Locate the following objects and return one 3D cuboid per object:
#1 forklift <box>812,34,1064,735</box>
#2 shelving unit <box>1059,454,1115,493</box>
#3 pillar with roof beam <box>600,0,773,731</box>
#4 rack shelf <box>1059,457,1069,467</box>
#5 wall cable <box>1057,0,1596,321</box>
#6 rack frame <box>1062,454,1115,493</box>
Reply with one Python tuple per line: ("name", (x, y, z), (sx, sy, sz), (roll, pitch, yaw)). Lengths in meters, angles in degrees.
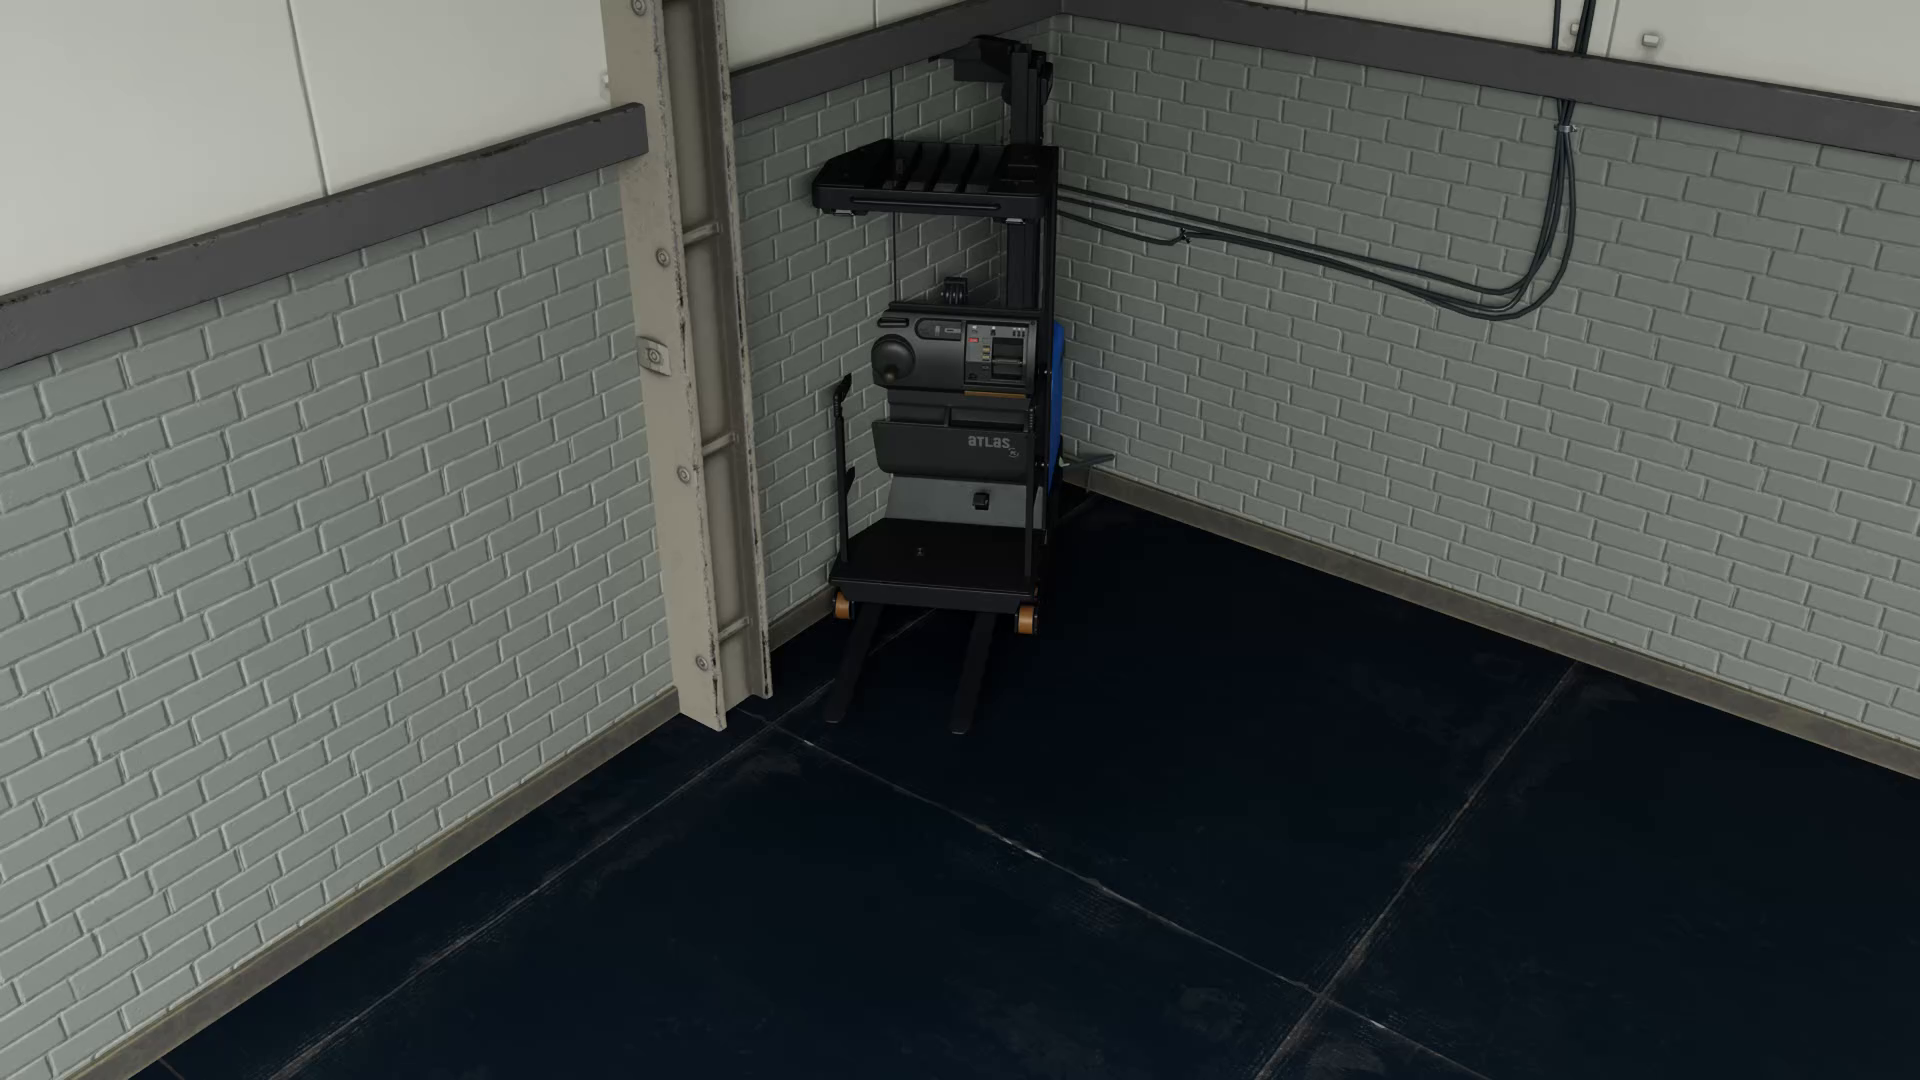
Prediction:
("forklift", (-0.091, -0.945, 8.527), (1.130, 2.935, 3.031), (4, 31, 7))
("shelving unit", (0.658, -0.613, 10.464), (1.500, 0.431, 0.755), (-14, 51, -15))
("pillar with roof beam", (2.242, -1.727, 3.895), (9.100, 9.000, 0.400), (21, 37, 31))
("rack shelf", (0.353, -0.534, 10.378), (0.370, 0.431, 0.720), (-14, 51, -15))
("wall cable", (1.642, -2.506, 8.256), (3.097, 2.526, 0.112), (21, 37, 31))
("rack frame", (0.788, -0.352, 10.242), (1.500, 0.400, 0.023), (-14, 51, -15))
